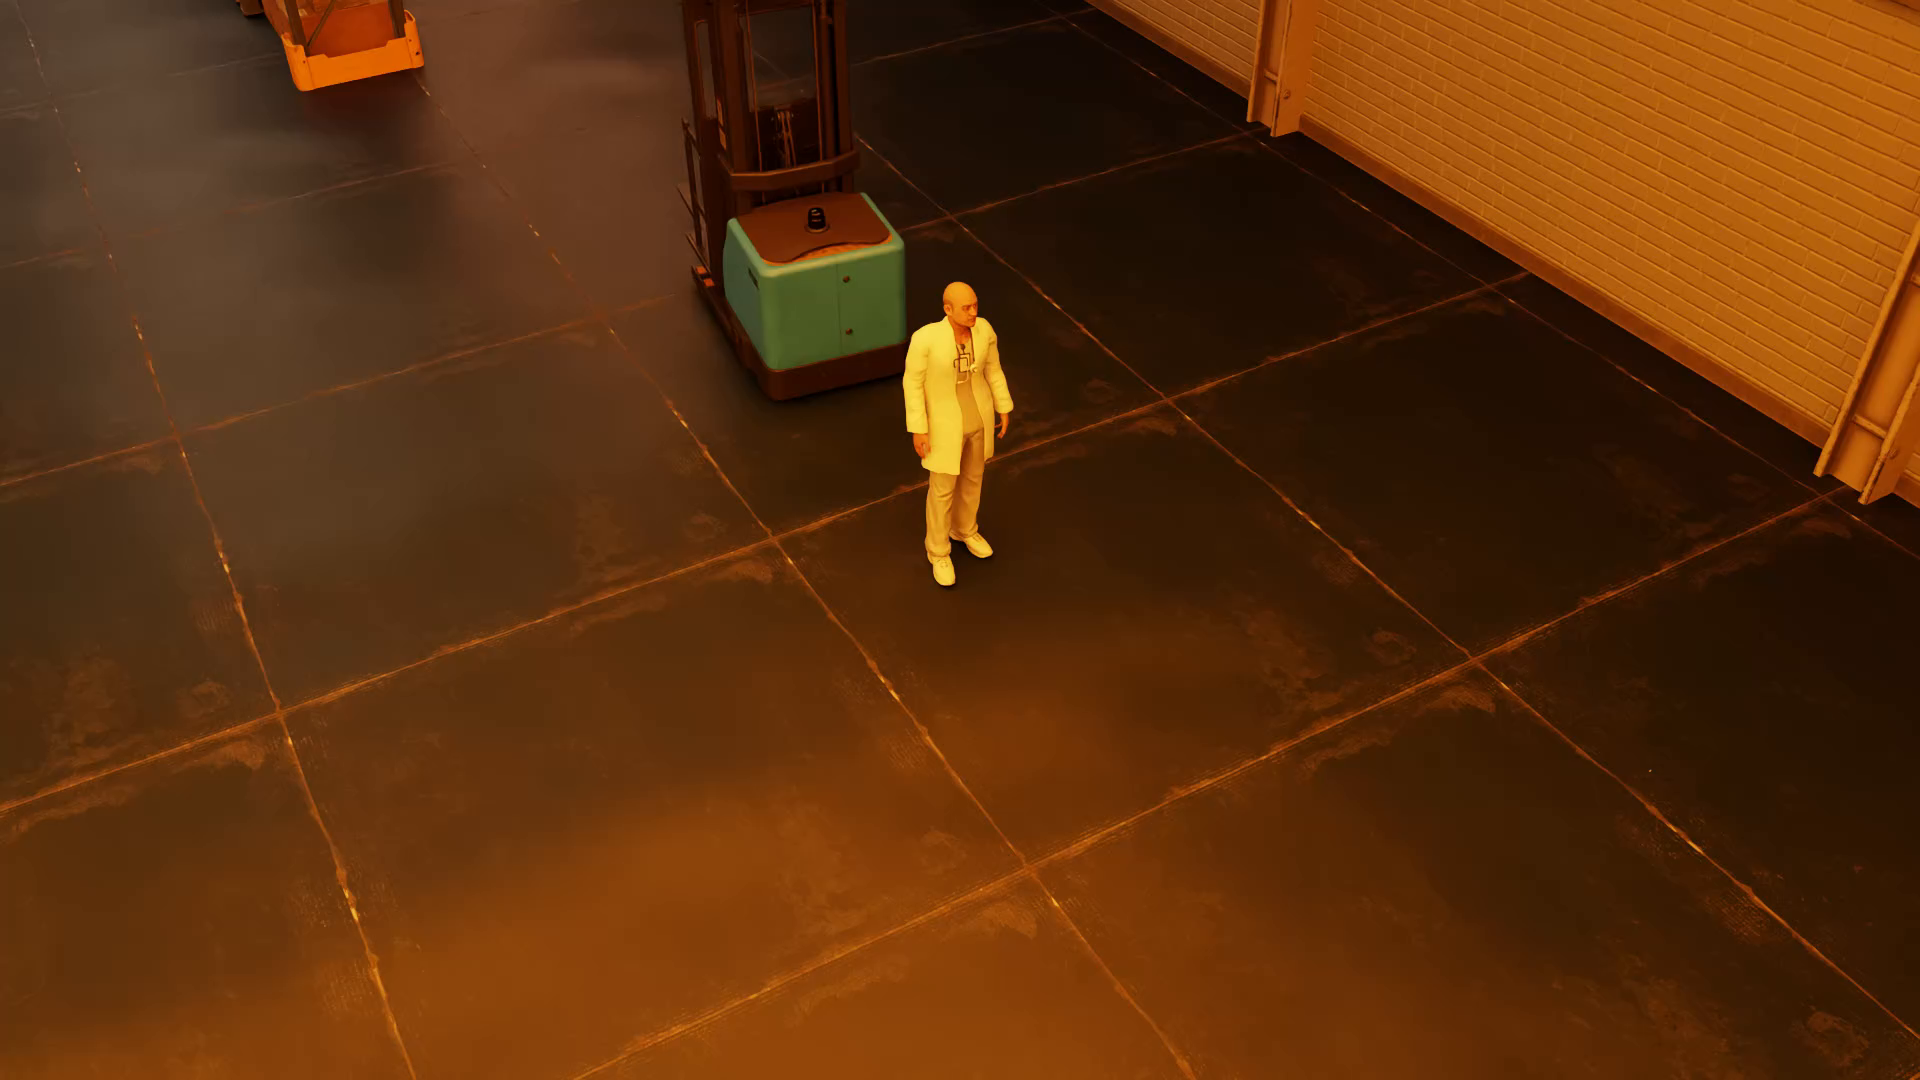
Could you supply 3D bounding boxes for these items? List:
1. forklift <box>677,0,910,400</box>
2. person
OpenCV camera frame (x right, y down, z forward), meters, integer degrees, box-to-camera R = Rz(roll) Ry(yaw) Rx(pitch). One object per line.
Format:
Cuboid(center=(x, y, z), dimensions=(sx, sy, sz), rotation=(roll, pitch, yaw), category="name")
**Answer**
Cuboid(center=(-1.389, -3.027, 11.686), dimensions=(1.130, 2.935, 3.031), rotation=(-15, 42, -17), category="forklift")
Cuboid(center=(0.041, -0.638, 9.698), dimensions=(0.696, 1.775, 0.581), rotation=(-20, 44, -23), category="person")
